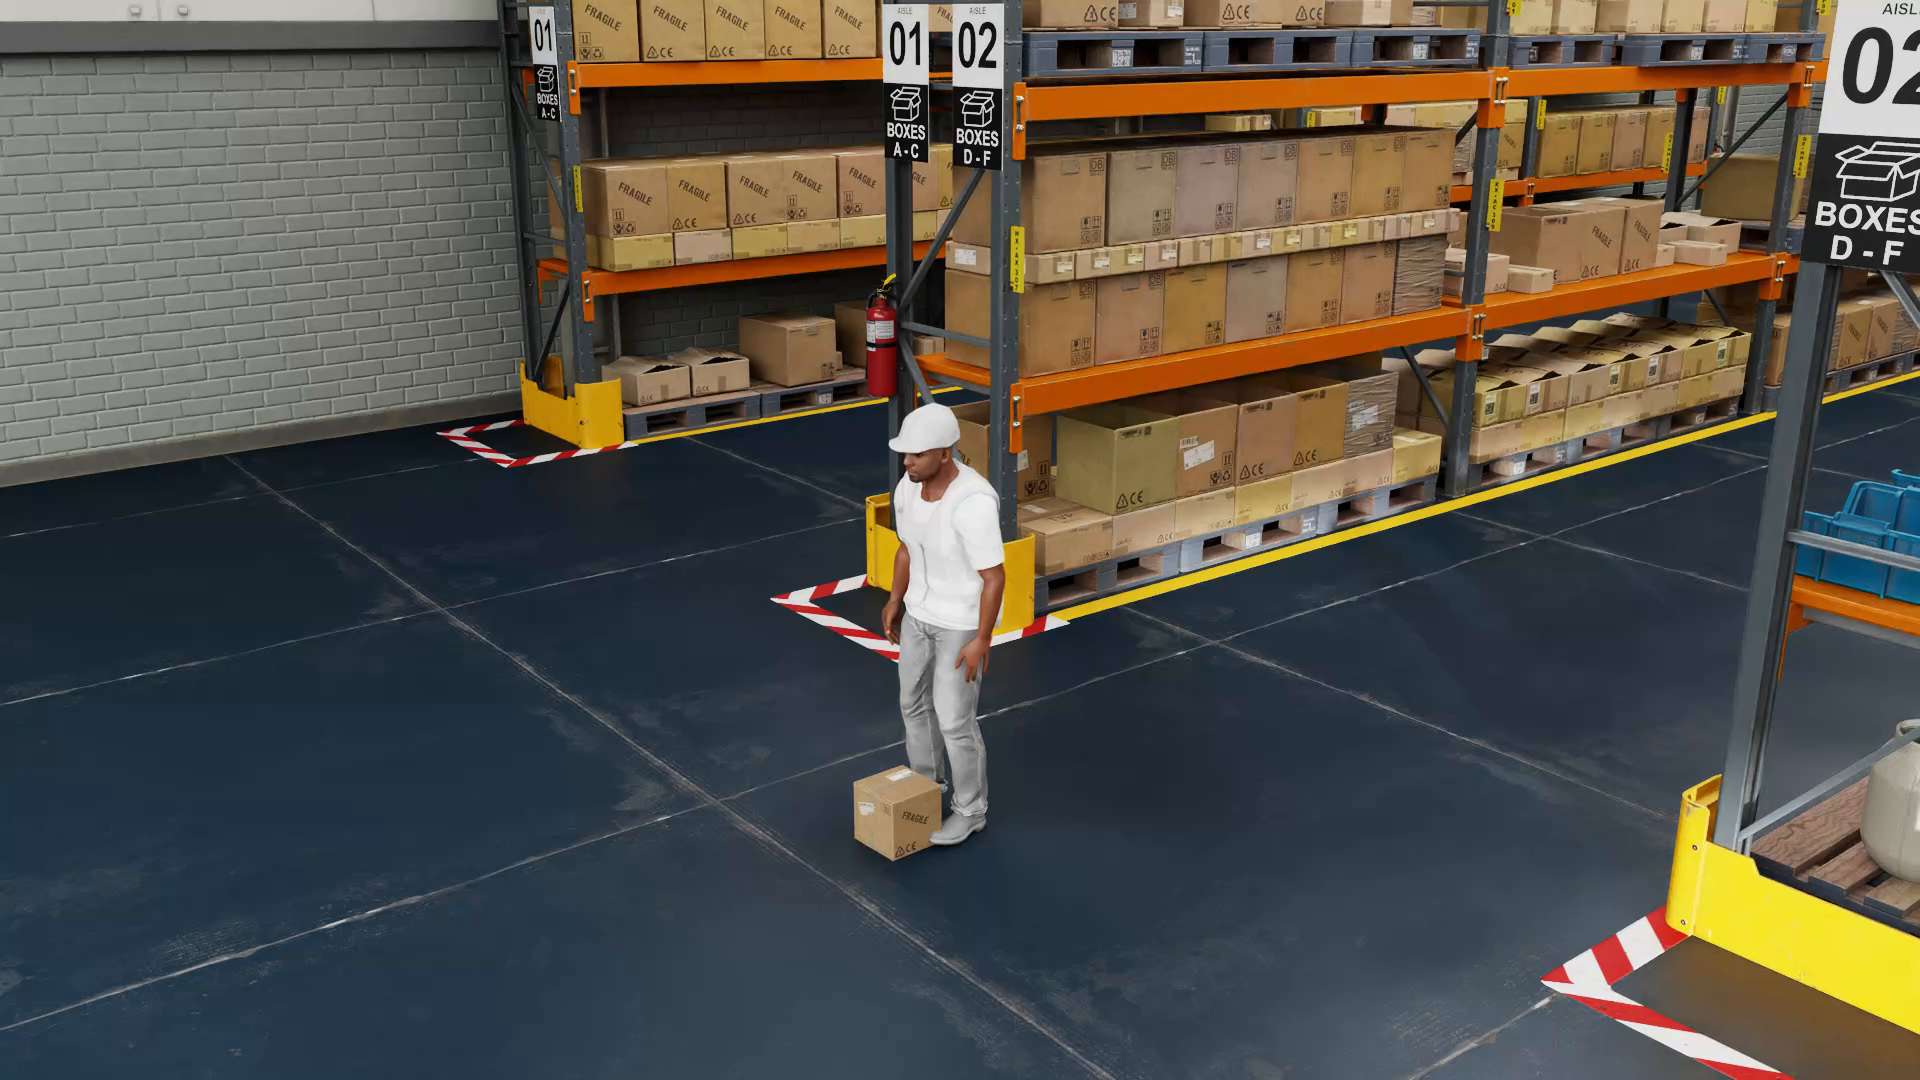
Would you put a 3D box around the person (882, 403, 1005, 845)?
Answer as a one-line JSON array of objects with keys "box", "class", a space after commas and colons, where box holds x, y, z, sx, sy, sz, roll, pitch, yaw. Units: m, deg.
[{"box": [-0.078, 0.316, 6.523, 0.456, 1.761, 0.628, -13, 22, -36], "class": "person"}]
